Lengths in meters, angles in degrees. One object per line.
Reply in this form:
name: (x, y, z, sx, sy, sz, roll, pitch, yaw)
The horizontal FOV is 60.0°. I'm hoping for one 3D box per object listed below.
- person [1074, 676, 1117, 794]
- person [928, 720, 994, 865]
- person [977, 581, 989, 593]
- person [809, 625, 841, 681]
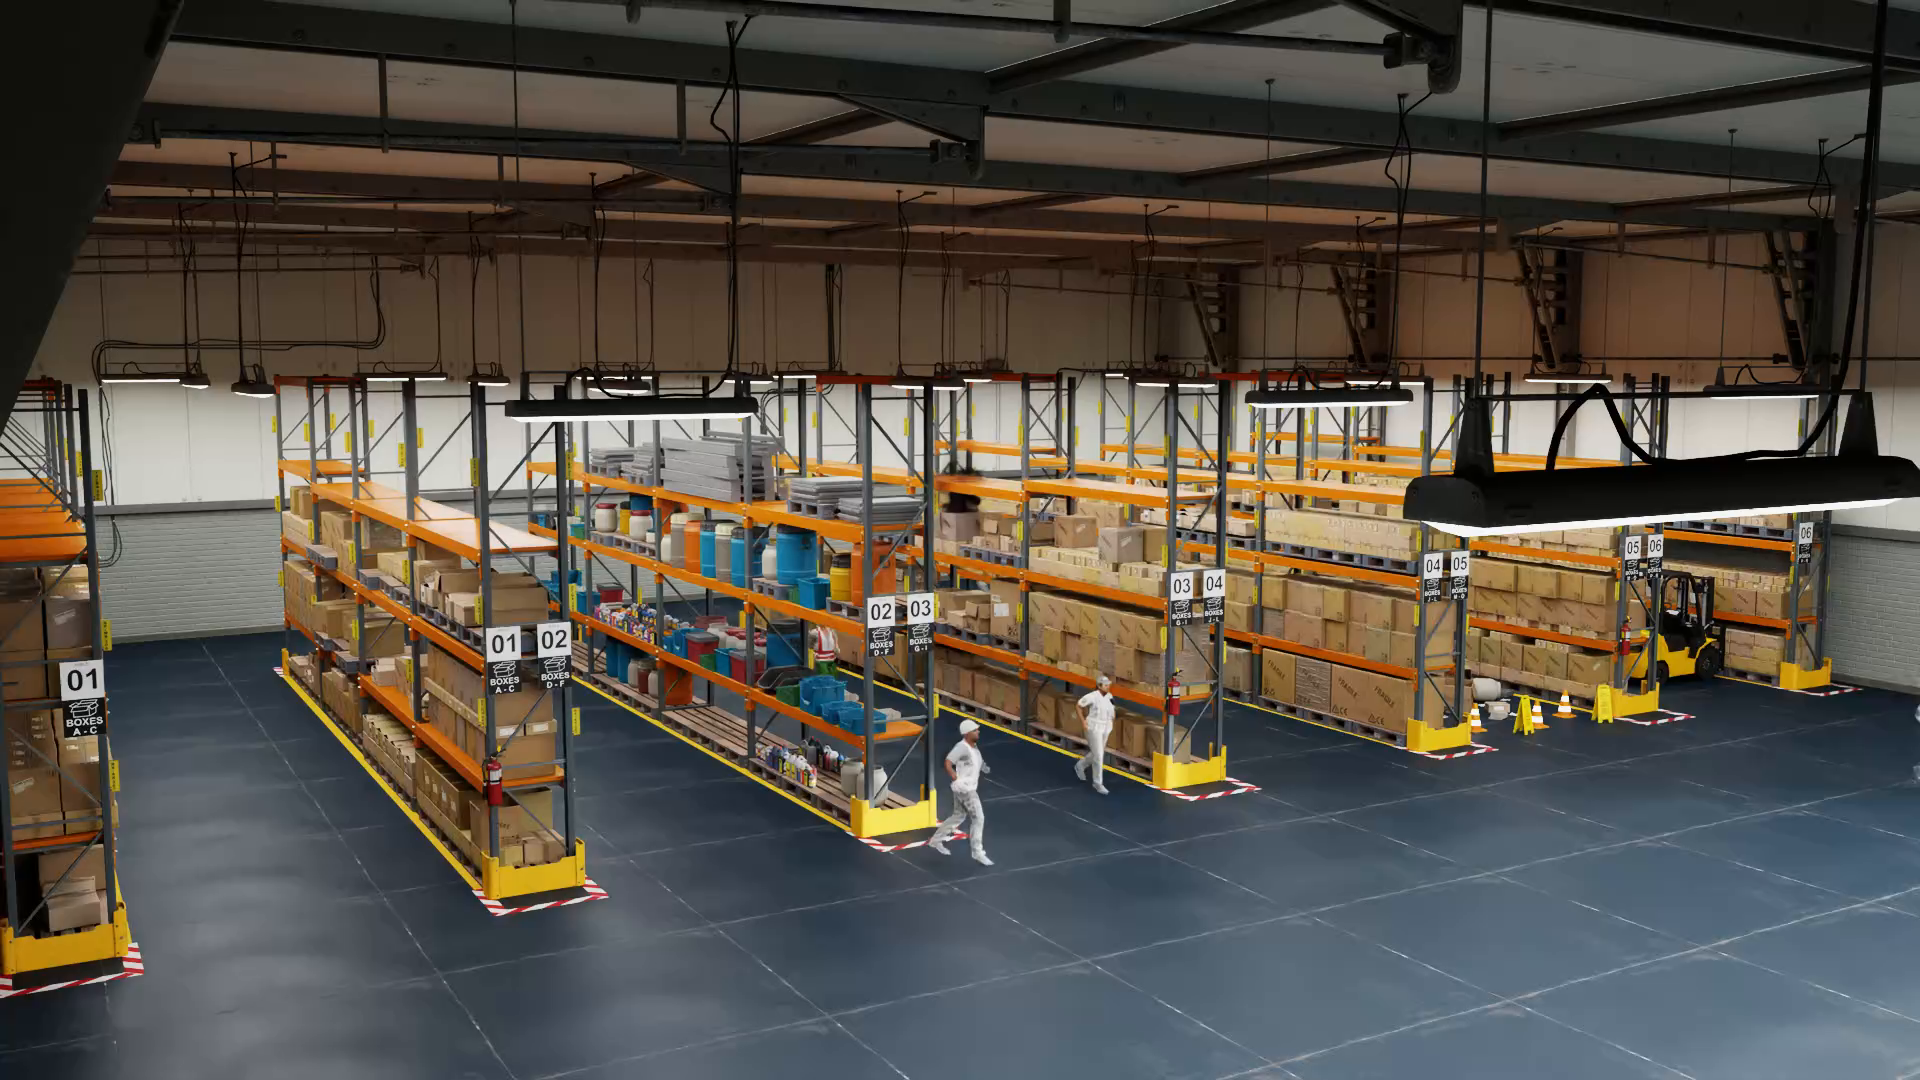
person: (2.034, 2.843, 24.604, 0.630, 1.687, 0.873, -5, 8, -37)
person: (0.015, 3.160, 20.963, 0.839, 1.828, 0.678, 0, 6, 3)
person: (0.587, 0.807, 42.965, 0.665, 1.652, 0.533, -5, 8, -40)
person: (-2.470, 2.180, 30.033, 0.663, 1.748, 0.780, -5, 8, -38)
